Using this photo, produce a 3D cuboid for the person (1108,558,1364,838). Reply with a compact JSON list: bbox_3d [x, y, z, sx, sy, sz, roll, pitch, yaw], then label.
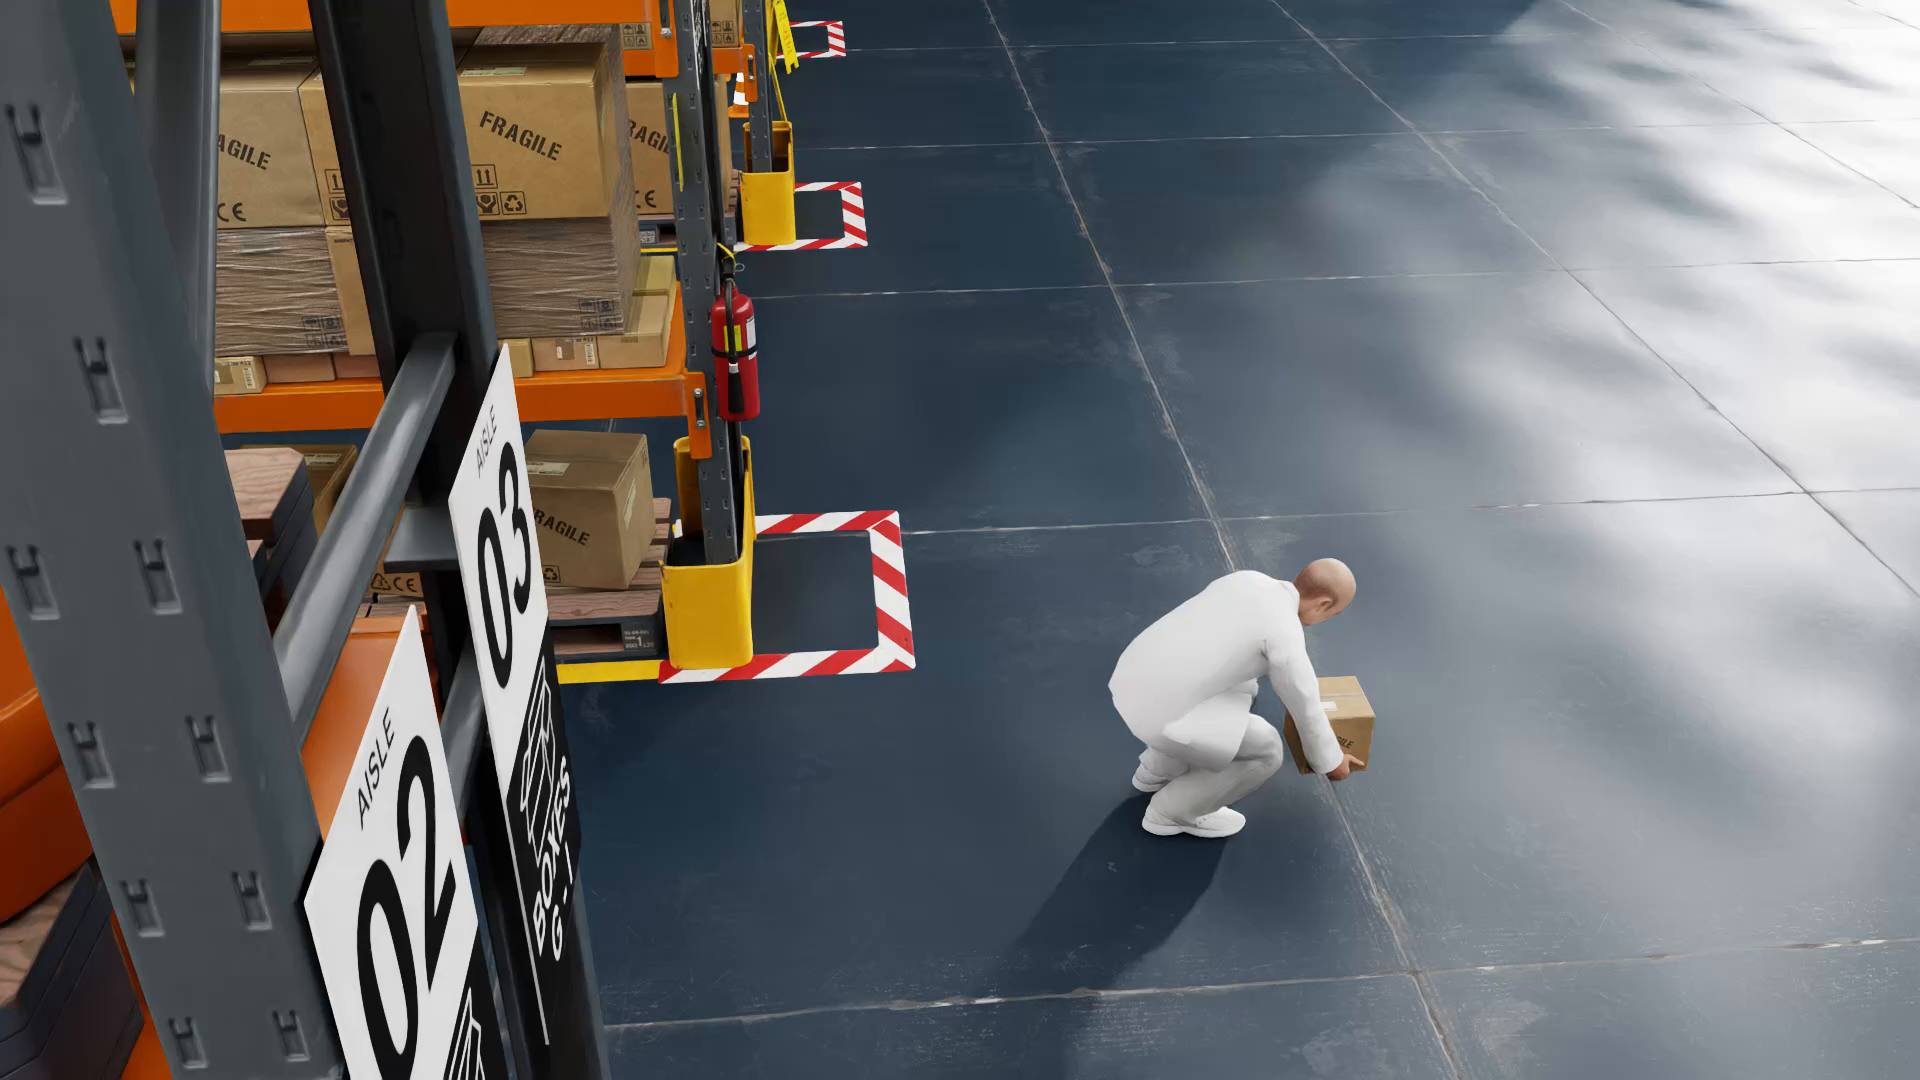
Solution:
[{"bbox_3d":[0.998,0.551,5.980,0.932,1.006,0.579,-3,31,-6],"label":"person"}]
